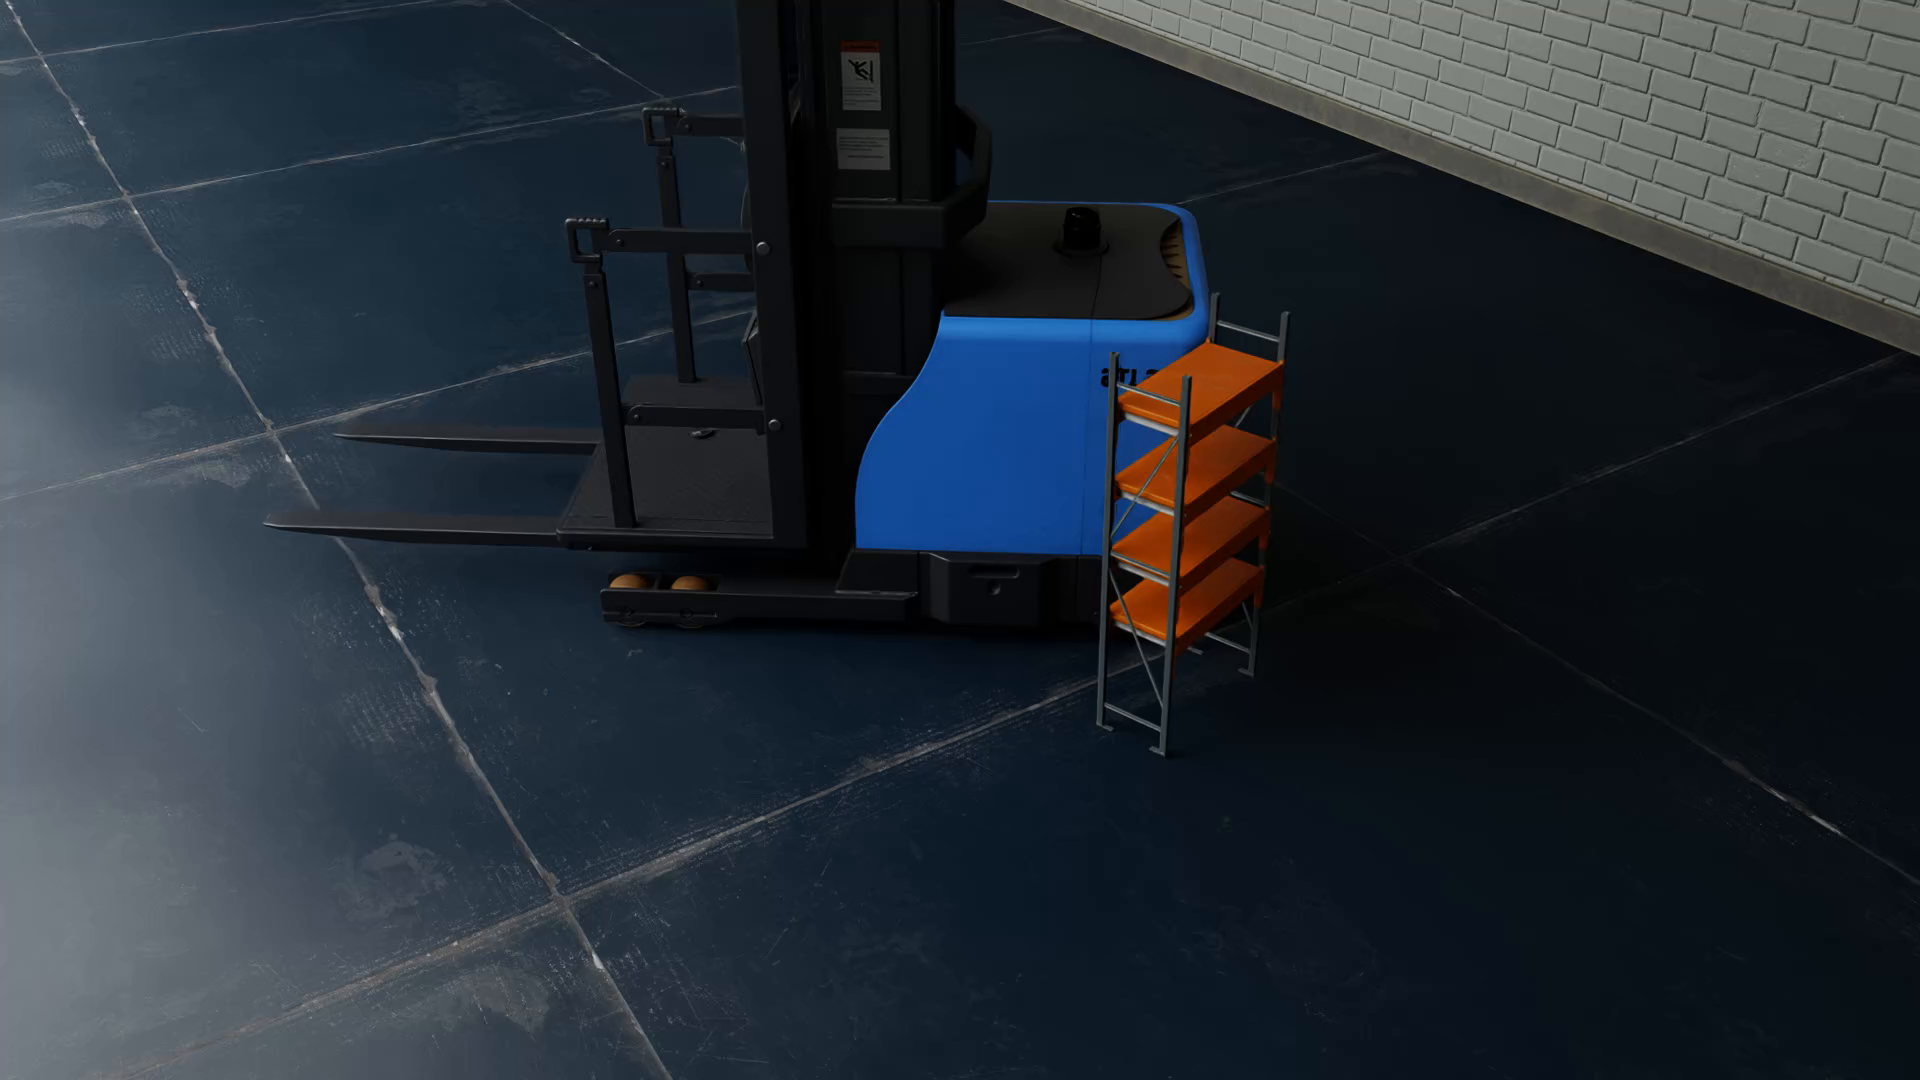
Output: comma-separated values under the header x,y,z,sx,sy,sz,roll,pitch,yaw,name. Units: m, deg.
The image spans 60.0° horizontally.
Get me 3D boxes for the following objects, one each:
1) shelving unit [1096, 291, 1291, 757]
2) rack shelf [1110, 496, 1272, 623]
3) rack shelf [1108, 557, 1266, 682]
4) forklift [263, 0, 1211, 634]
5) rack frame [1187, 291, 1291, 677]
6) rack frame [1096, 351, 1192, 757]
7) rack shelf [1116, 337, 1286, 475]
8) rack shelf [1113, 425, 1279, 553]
x,y,z,sx,sy,sz,roll,pitch,yaw,name
0.644,-0.033,4.672,0.258,1.200,0.503,23,39,33,shelving unit
0.645,0.025,4.707,0.258,0.148,0.480,23,39,33,rack shelf
0.648,0.194,4.811,0.258,0.148,0.480,23,39,33,rack shelf
-0.743,-1.236,4.962,3.031,2.935,1.130,2,32,3,forklift
0.799,-0.133,4.832,0.240,1.200,0.015,23,39,33,rack frame
0.489,0.068,4.512,0.240,1.200,0.015,23,39,33,rack frame
0.638,-0.367,4.467,0.258,0.148,0.480,23,39,33,rack shelf
0.642,-0.166,4.590,0.258,0.148,0.480,23,39,33,rack shelf
